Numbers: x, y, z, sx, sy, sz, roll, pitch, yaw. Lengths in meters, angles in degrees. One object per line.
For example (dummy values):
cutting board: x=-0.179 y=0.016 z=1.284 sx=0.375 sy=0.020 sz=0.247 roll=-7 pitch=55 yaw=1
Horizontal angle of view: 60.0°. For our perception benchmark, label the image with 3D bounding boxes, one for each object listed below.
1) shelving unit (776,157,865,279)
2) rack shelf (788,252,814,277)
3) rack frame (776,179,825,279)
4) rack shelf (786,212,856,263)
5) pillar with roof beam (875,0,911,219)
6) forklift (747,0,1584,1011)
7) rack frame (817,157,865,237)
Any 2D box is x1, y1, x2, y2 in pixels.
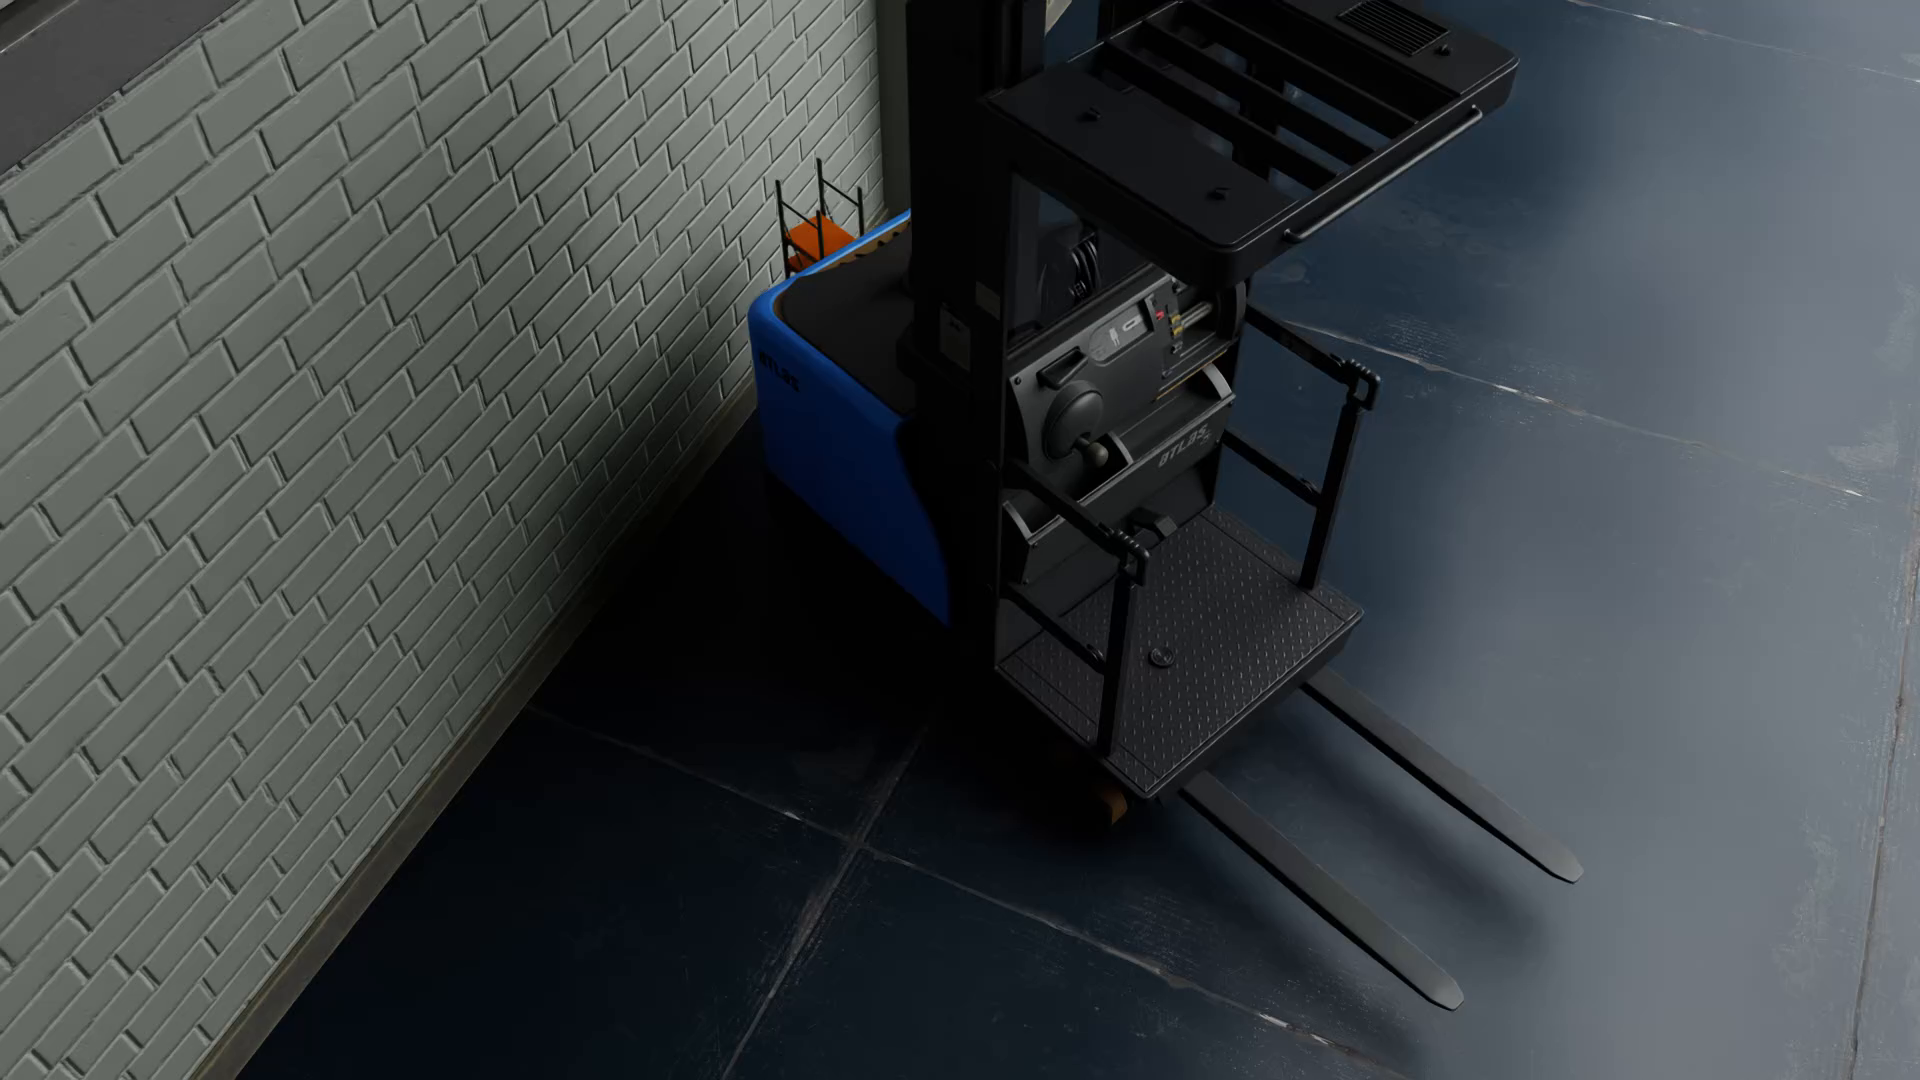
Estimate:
shelving unit: x=-0.485 y=-0.833 z=6.171 sx=0.189 sy=1.200 sz=0.258 roll=-35 pitch=58 yaw=-26
rack shelf: x=-0.485 y=-0.960 z=6.022 sx=0.180 sy=0.103 sz=0.258 roll=-35 pitch=58 yaw=-26
rack frame: x=-0.552 y=-0.786 z=6.131 sx=0.006 sy=1.200 sz=0.240 roll=-35 pitch=58 yaw=-26
rack shelf: x=-0.485 y=-1.038 z=5.931 sx=0.180 sy=0.103 sz=0.258 roll=-35 pitch=58 yaw=-26
pillar with roof beam: x=3.776 y=-2.978 z=2.875 sx=9.100 sy=9.000 sz=0.400 roll=20 pitch=52 yaw=16
forklift: x=0.643 y=-0.464 z=4.720 sx=1.130 sy=2.935 sz=3.031 roll=-35 pitch=58 yaw=-26
rack frame: x=-0.418 y=-0.880 z=6.211 sx=0.006 sy=1.200 sz=0.240 roll=-35 pitch=58 yaw=-26
